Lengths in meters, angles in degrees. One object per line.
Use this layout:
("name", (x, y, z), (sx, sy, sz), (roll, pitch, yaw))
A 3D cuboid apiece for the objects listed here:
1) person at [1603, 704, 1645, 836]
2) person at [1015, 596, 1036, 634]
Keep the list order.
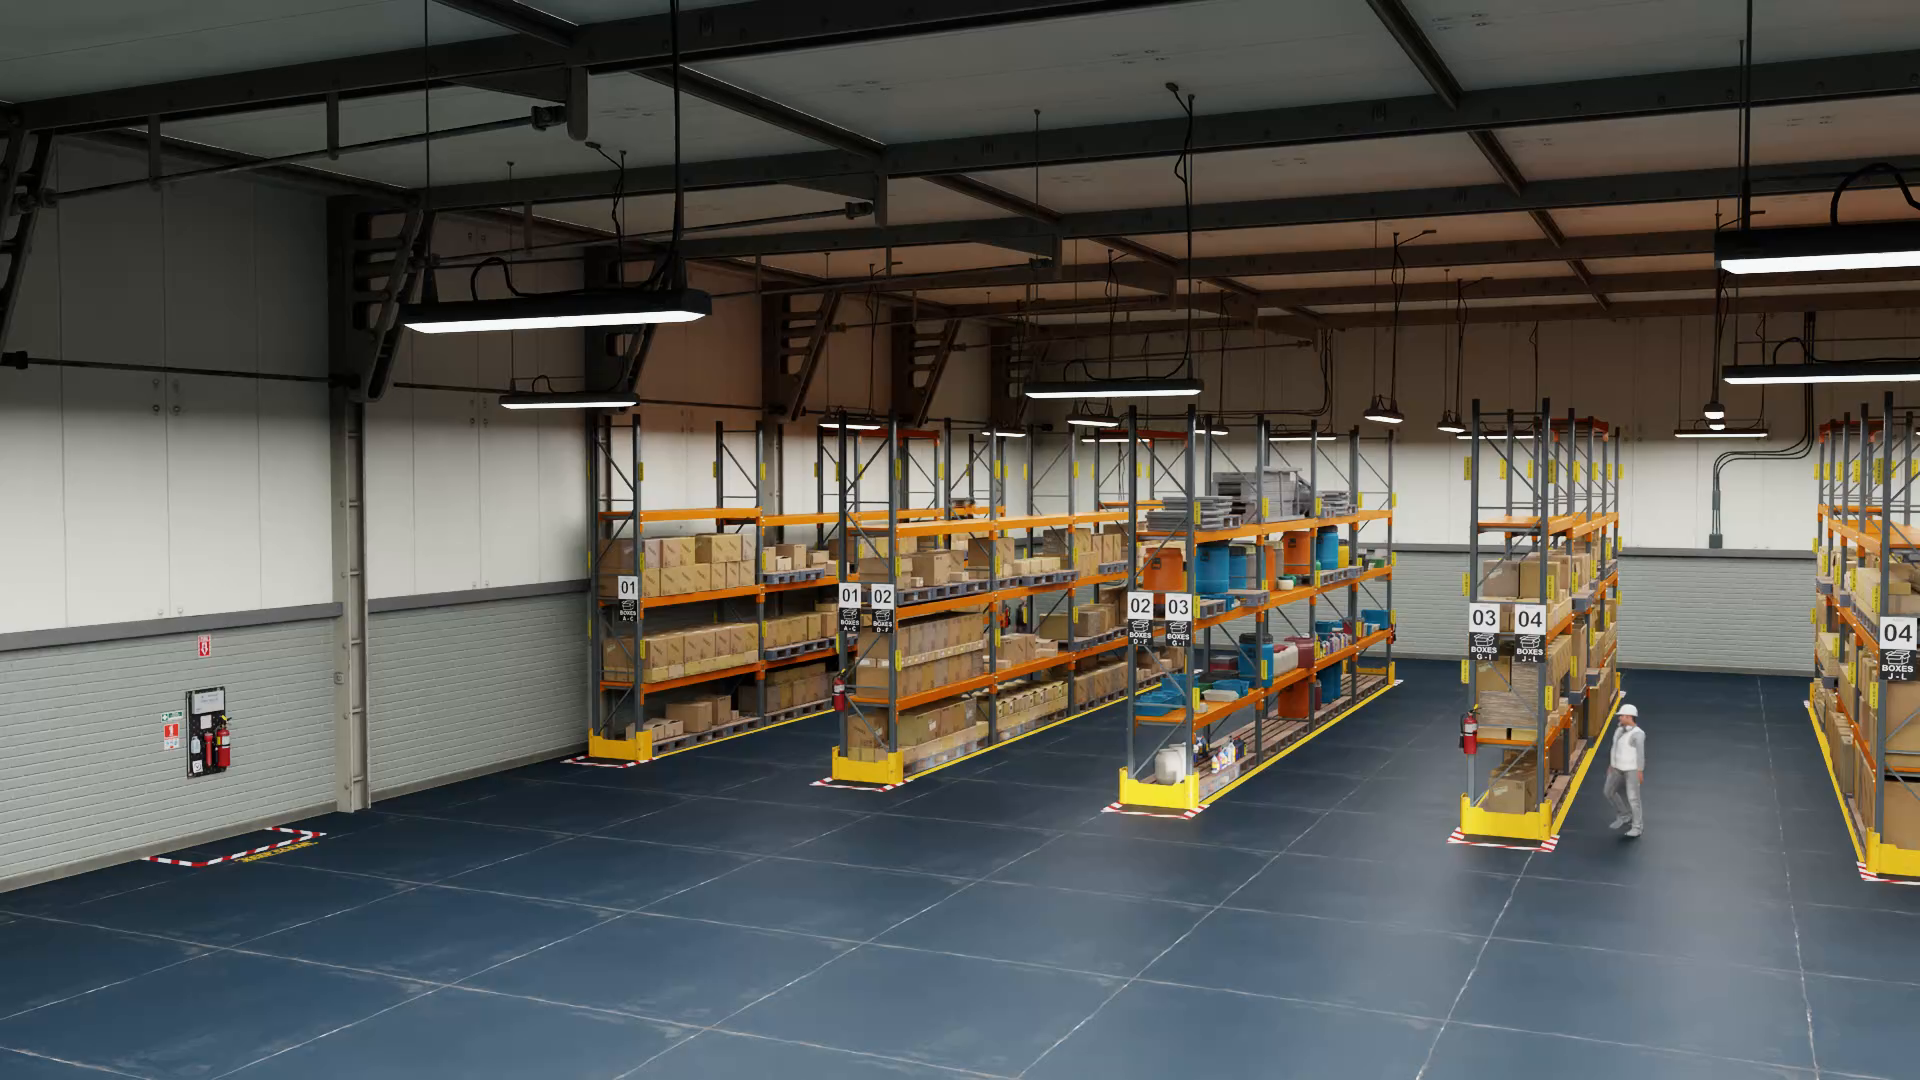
("person", (9.197, 3.155, 22.959), (0.404, 1.786, 0.595), (-1, 2, -19))
("person", (1.741, 2.336, 44.326), (0.582, 1.737, 0.423), (0, 2, -6))
